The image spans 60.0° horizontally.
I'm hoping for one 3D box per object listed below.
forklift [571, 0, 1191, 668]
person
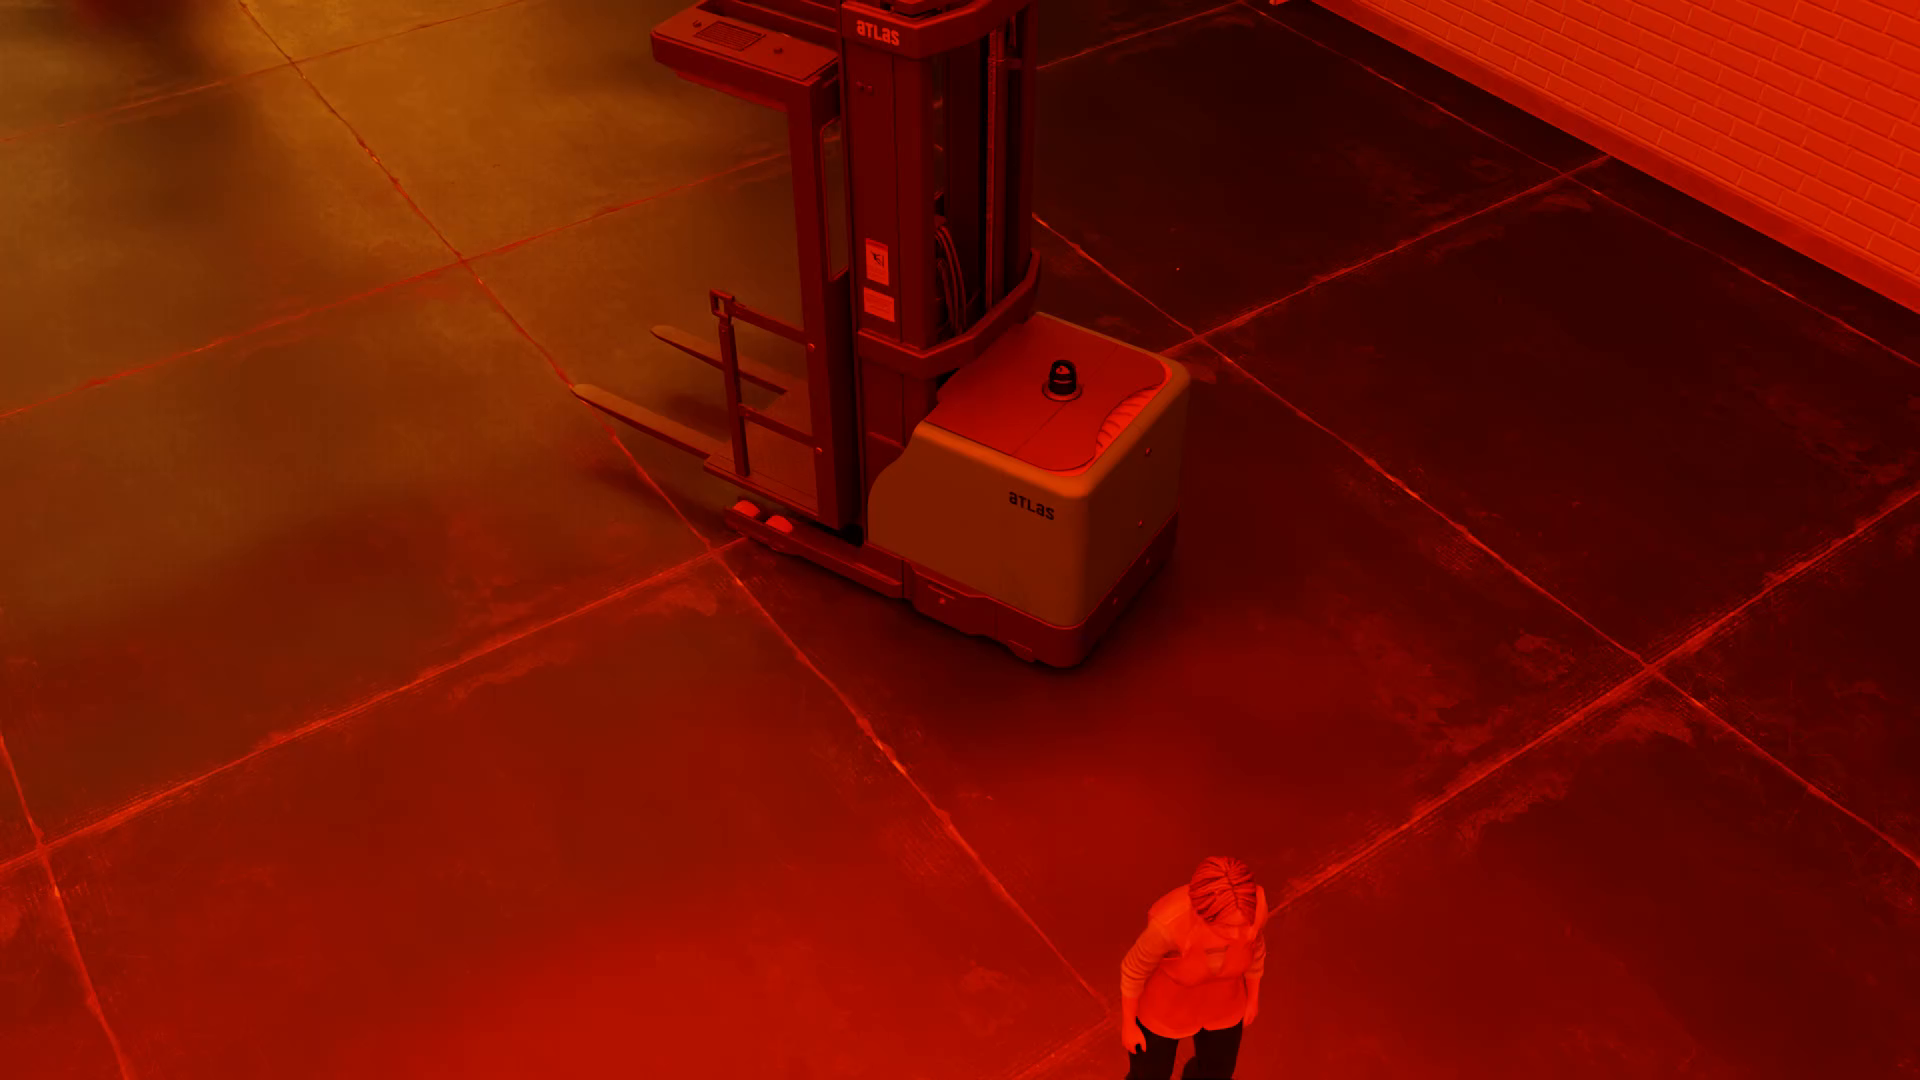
[{"bbox_3d":[-0.511,-1.302,7.129,3.031,2.935,1.130,24,48,24],"label":"forklift"},{"bbox_3d":[0.712,1.453,5.130,0.459,1.591,0.345,-9,43,-10],"label":"person"}]
